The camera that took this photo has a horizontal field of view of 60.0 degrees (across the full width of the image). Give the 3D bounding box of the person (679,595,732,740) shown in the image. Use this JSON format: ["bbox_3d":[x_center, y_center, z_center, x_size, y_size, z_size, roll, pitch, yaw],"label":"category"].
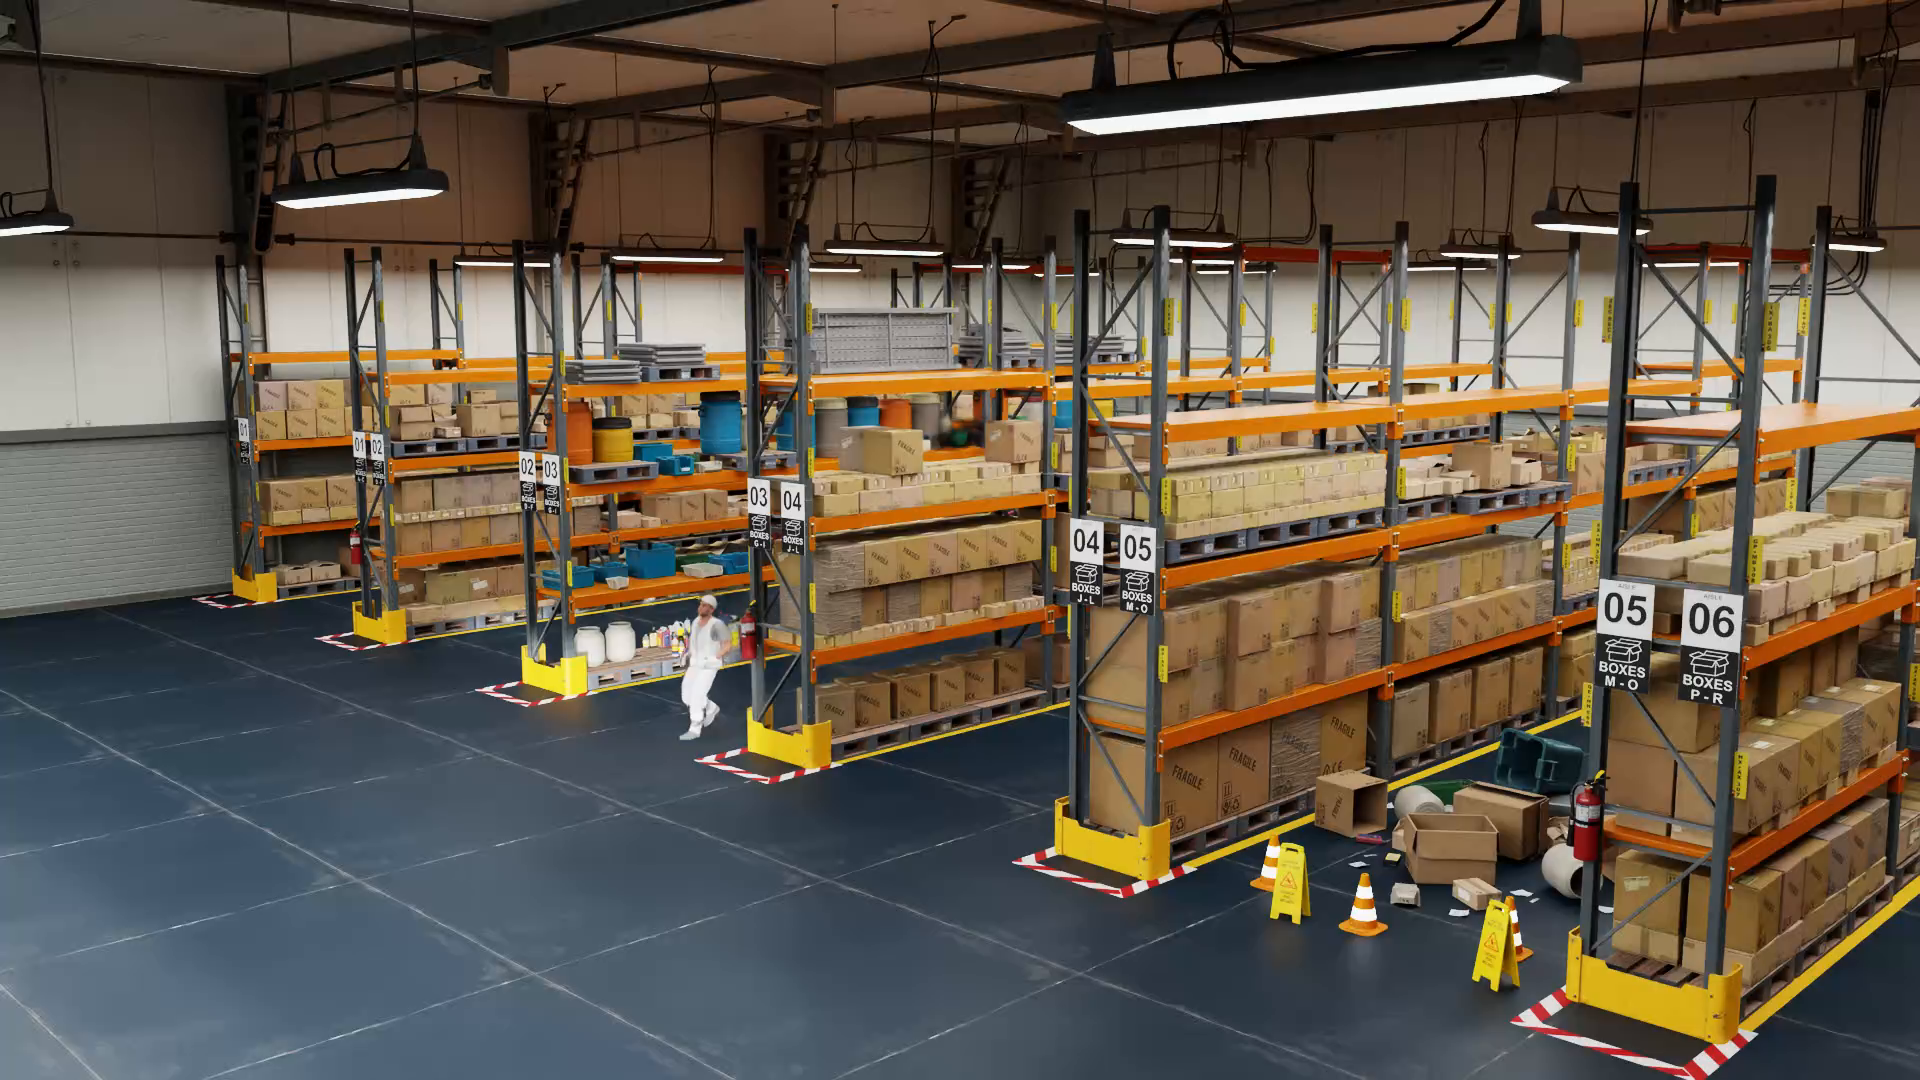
[{"bbox_3d":[-3.060,1.515,19.900,0.690,1.723,0.650,6,10,35],"label":"person"}]
